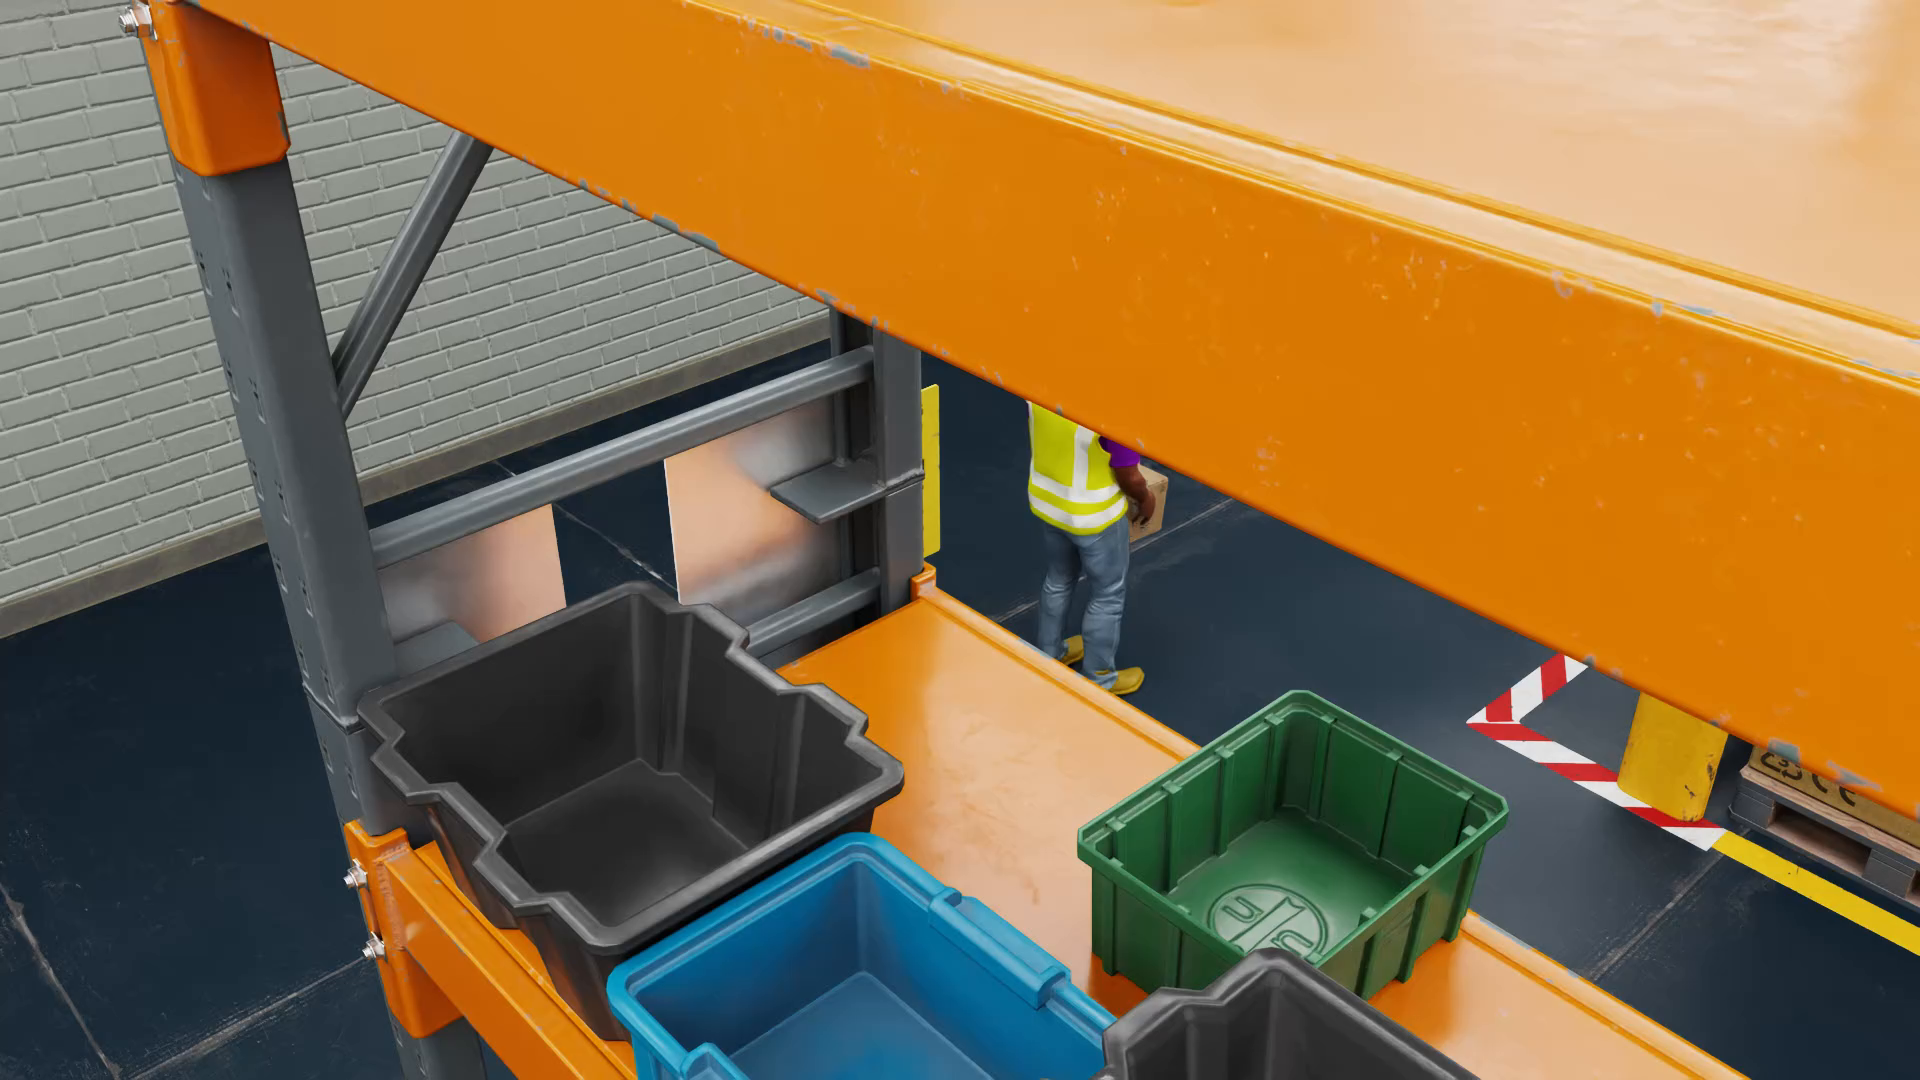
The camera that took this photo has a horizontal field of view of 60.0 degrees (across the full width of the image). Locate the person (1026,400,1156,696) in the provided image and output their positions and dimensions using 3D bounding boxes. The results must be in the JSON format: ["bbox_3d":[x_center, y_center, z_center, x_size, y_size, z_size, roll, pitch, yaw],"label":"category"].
[{"bbox_3d":[0.527,-0.158,6.869,0.470,1.767,0.572,-27,40,-36],"label":"person"}]
